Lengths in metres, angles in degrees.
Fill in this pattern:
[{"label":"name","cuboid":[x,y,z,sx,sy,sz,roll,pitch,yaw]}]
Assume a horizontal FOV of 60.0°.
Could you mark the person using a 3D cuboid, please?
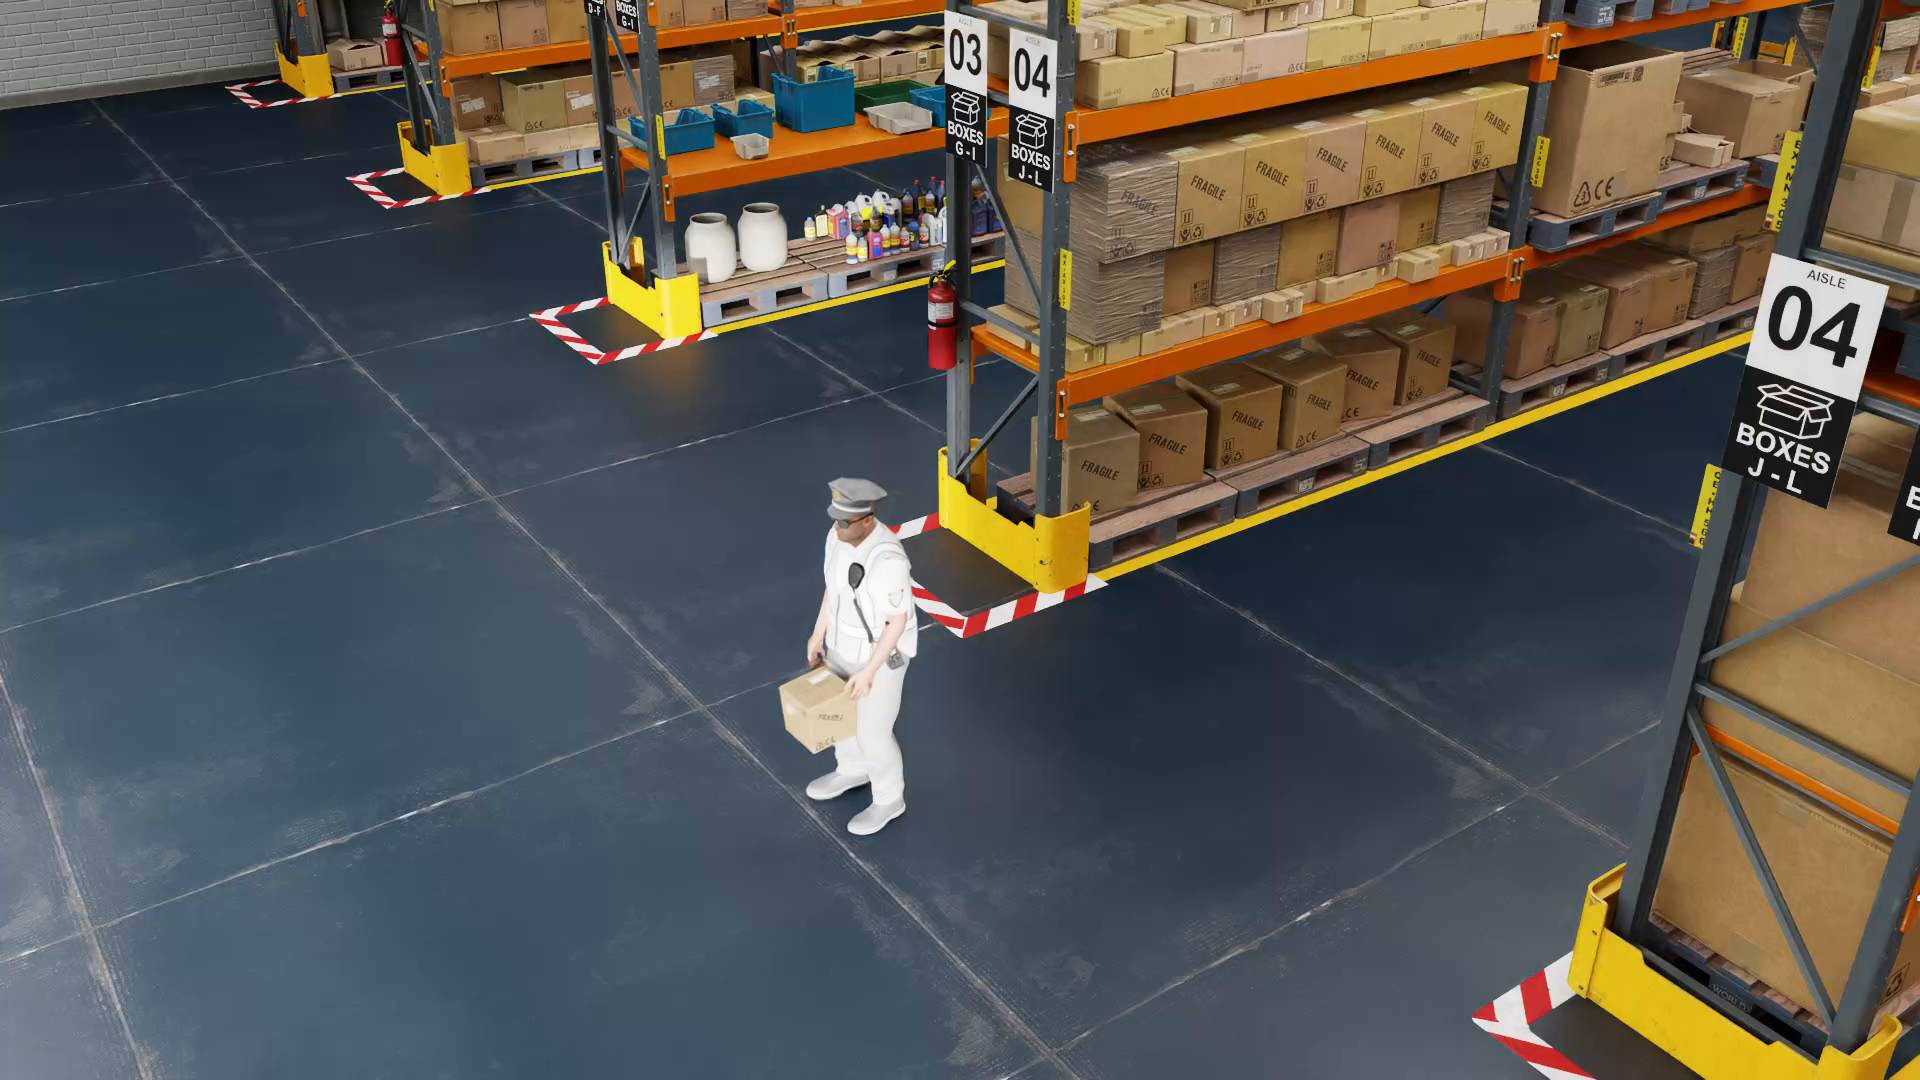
[{"label":"person","cuboid":[-0.439,0.505,7.668,0.434,1.761,0.551,-19,34,-32]}]
